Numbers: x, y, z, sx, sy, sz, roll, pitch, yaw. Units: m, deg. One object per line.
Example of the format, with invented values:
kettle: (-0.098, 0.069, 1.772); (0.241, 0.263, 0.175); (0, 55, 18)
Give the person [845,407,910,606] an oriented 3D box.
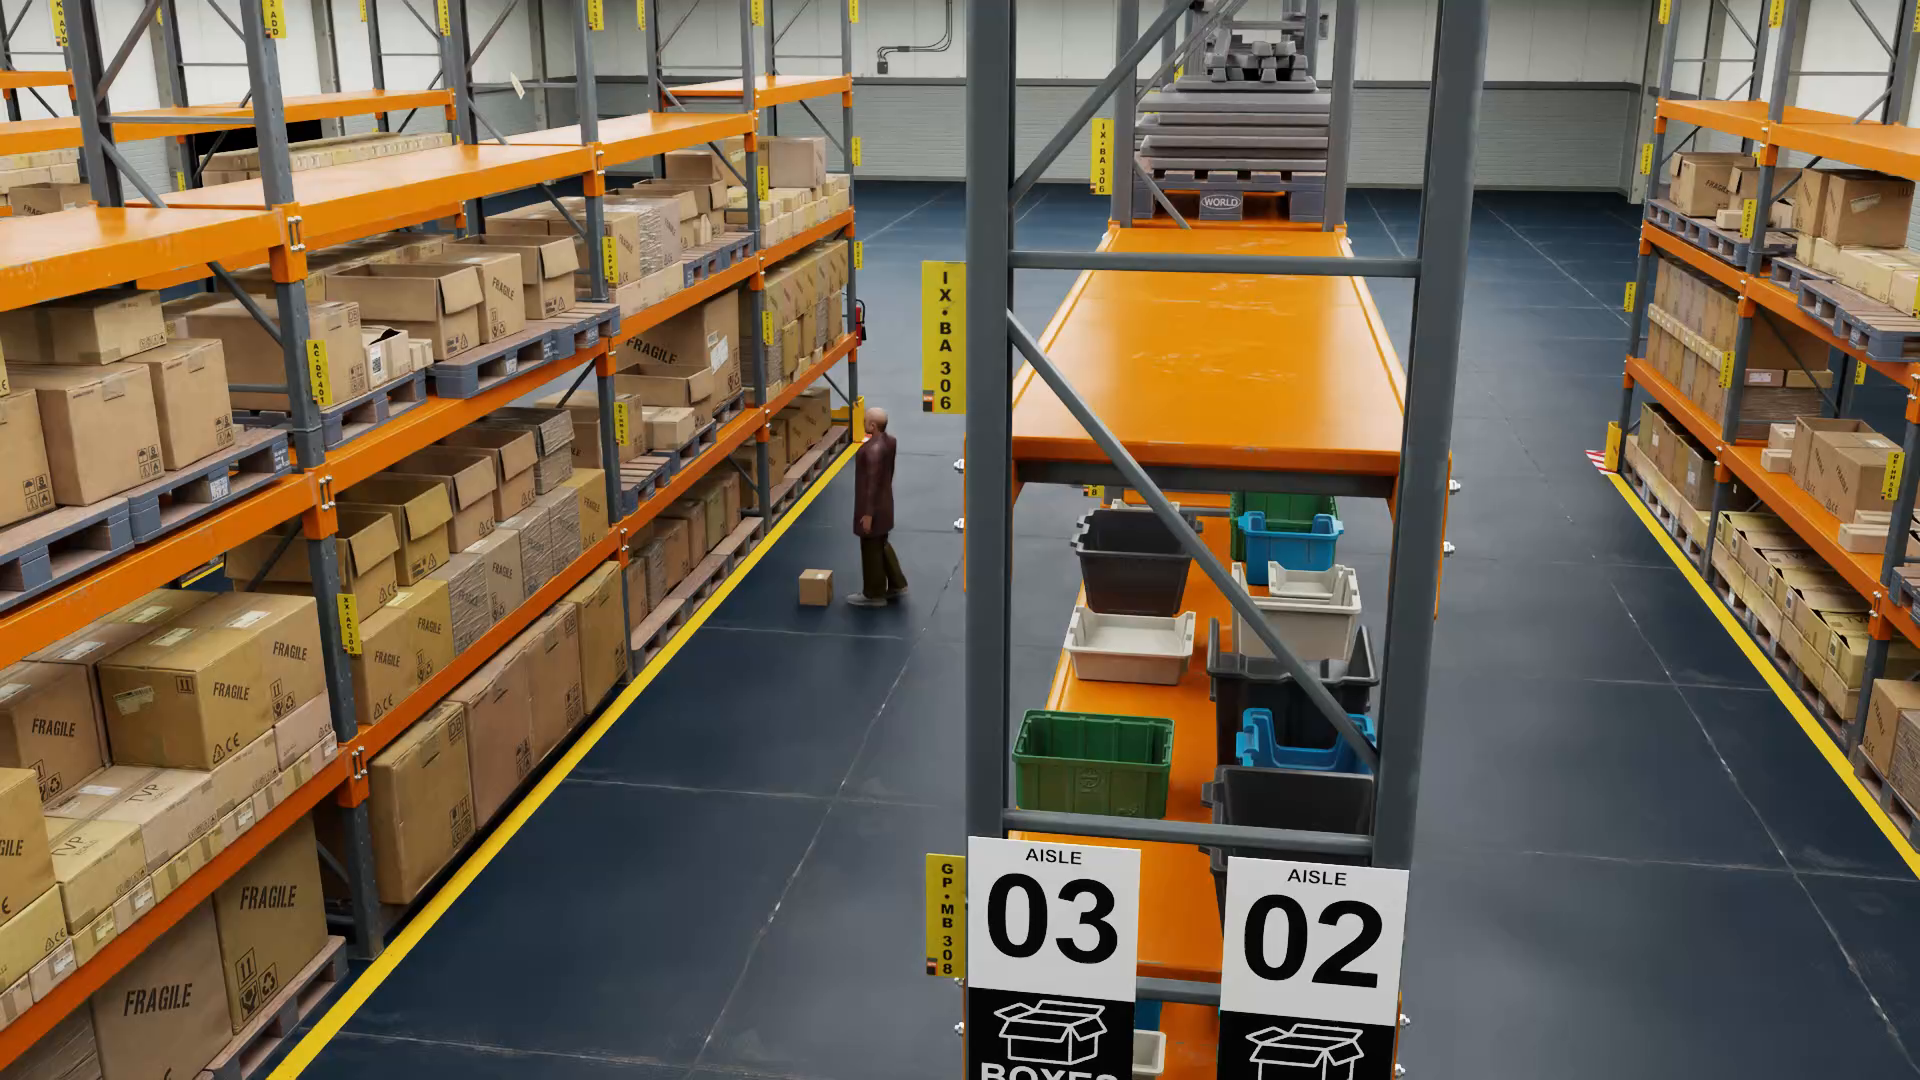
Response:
person: (-0.723, -0.293, 14.466); (0.540, 1.777, 0.631); (5, 18, 16)
